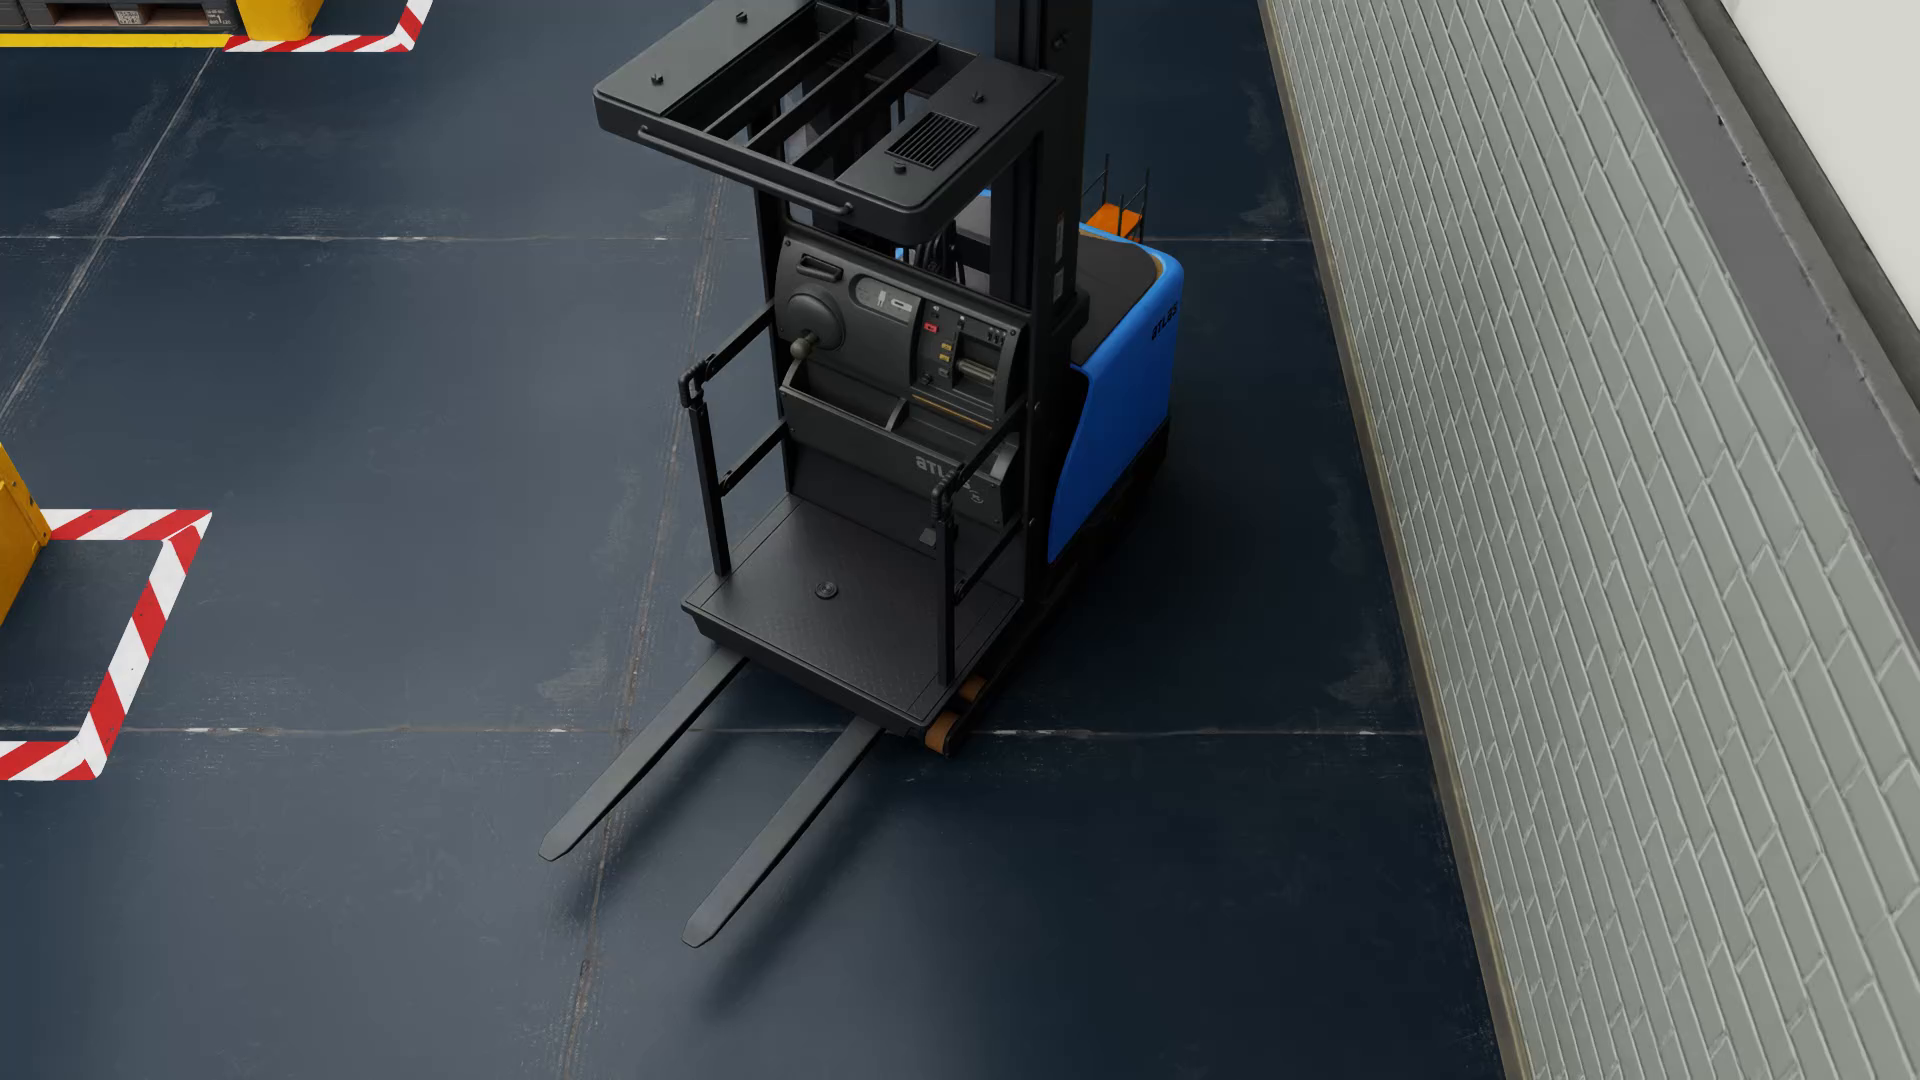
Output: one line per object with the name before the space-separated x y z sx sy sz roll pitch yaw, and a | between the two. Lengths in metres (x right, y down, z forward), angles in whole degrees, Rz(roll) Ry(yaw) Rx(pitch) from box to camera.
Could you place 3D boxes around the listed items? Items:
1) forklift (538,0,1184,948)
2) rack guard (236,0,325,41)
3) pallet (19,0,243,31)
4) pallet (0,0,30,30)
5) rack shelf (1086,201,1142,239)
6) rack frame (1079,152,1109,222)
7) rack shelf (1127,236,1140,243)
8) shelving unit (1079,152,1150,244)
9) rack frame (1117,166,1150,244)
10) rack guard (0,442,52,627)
forklift | -0.329 -0.612 5.398 1.130 2.935 3.031 24 52 21
rack guard | -3.898 -3.442 9.693 0.348 0.500 1.175 0 47 0
pallet | -4.747 -3.364 9.818 1.213 0.211 1.003 0 47 0
pallet | -5.964 -3.370 9.823 1.213 0.211 1.003 0 47 0
rack shelf | 0.608 -1.244 6.738 0.180 0.103 0.258 24 52 21
rack frame | 0.530 -1.064 7.002 0.006 1.200 0.240 24 52 21
rack shelf | 0.608 -1.162 6.826 0.180 0.103 0.258 24 52 21
shelving unit | 0.608 -1.029 6.969 0.189 1.200 0.258 24 52 21
rack frame | 0.685 -0.993 6.936 0.006 1.200 0.240 24 52 21
rack guard | -3.917 0.193 6.309 0.348 0.500 1.175 0 47 0
